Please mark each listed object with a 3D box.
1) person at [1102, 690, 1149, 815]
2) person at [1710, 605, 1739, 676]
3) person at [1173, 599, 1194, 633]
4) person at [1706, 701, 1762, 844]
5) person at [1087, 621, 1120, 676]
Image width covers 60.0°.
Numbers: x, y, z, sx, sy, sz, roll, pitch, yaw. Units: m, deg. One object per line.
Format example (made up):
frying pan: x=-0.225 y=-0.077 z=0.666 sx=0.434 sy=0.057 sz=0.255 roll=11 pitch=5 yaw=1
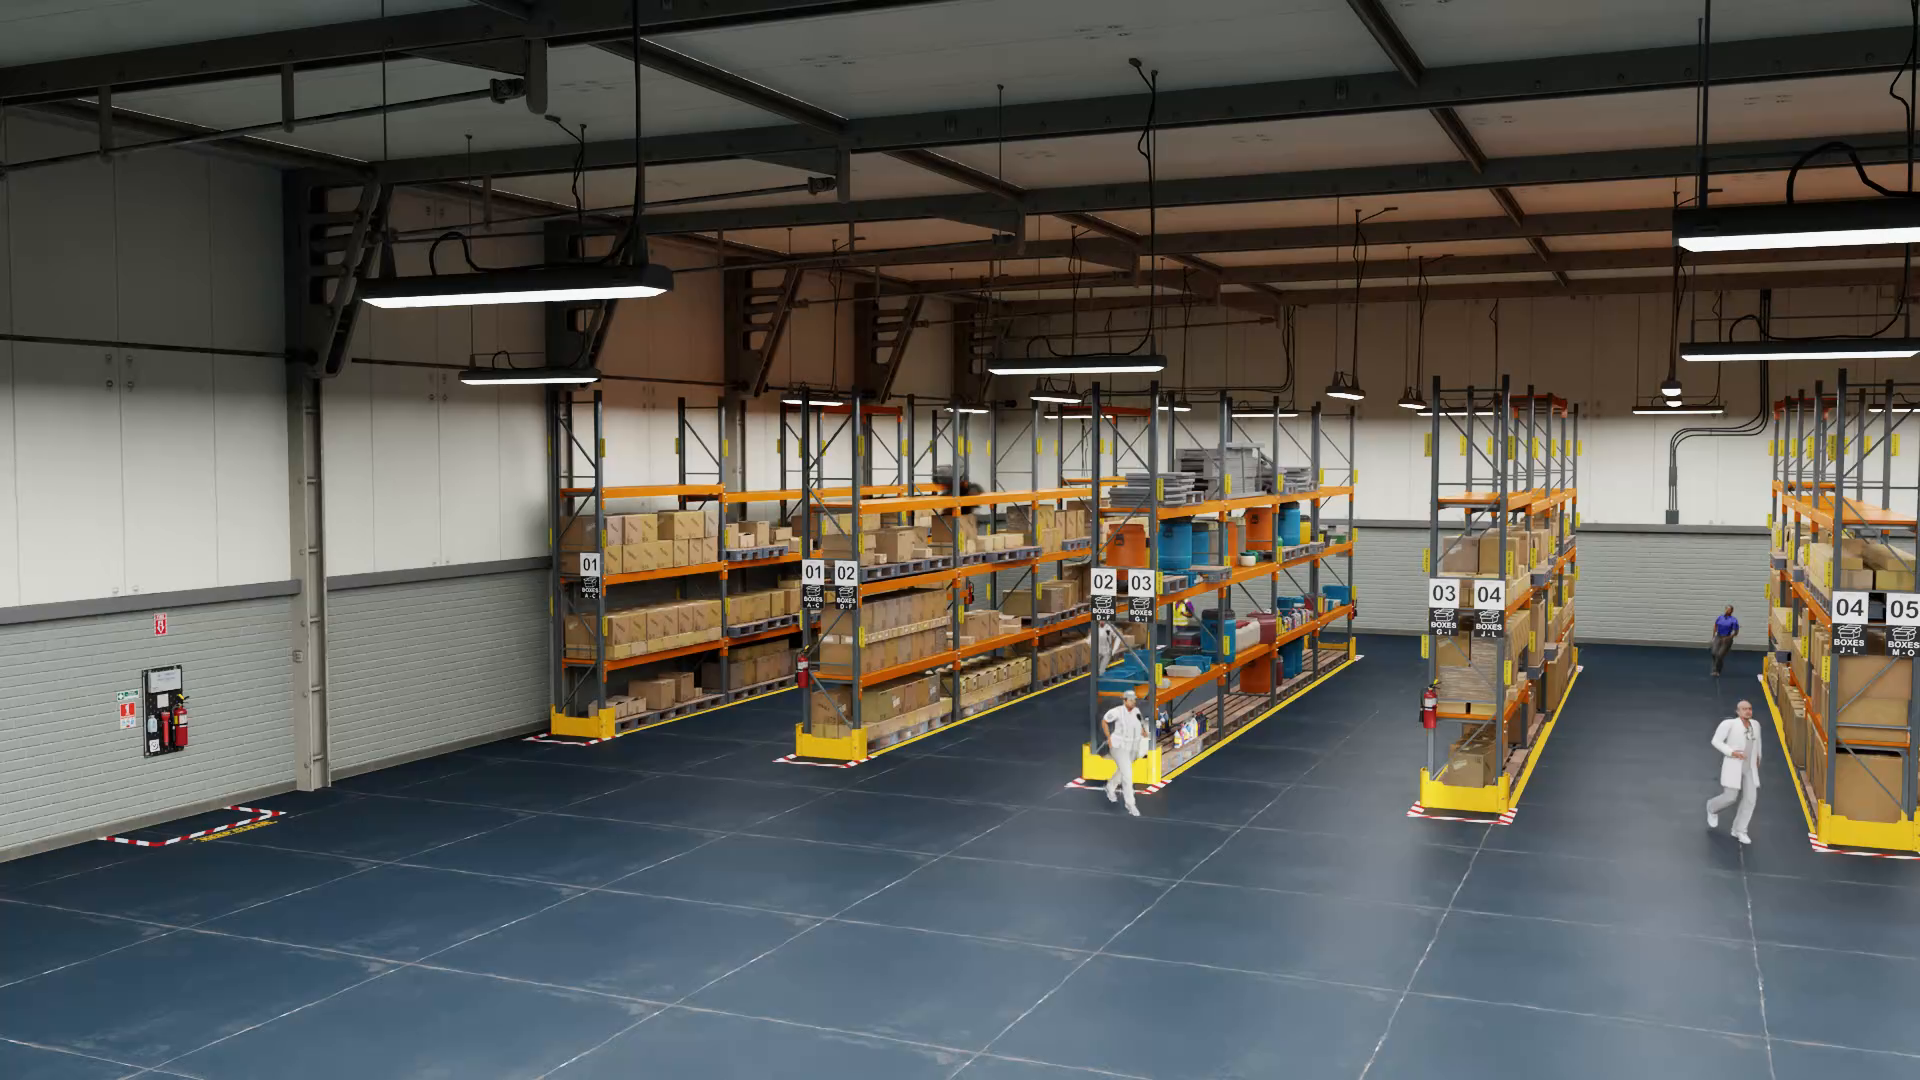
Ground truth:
person: x=2.268 y=2.909 z=23.078 sx=0.552 sy=1.696 sz=0.912 roll=-2 pitch=4 yaw=-36
person: x=16.658 y=2.210 z=36.308 sx=0.519 sy=1.569 sz=0.608 roll=-3 pitch=4 yaw=-43
person: x=5.052 y=1.973 z=38.265 sx=0.697 sy=1.759 sz=0.988 roll=1 pitch=3 yaw=20
person: x=10.029 y=2.949 z=21.433 sx=0.727 sy=1.783 sz=0.878 roll=0 pitch=3 yaw=-5
person: x=2.719 y=2.171 z=31.654 sx=0.642 sy=1.655 sz=0.783 roll=1 pitch=3 yaw=18
